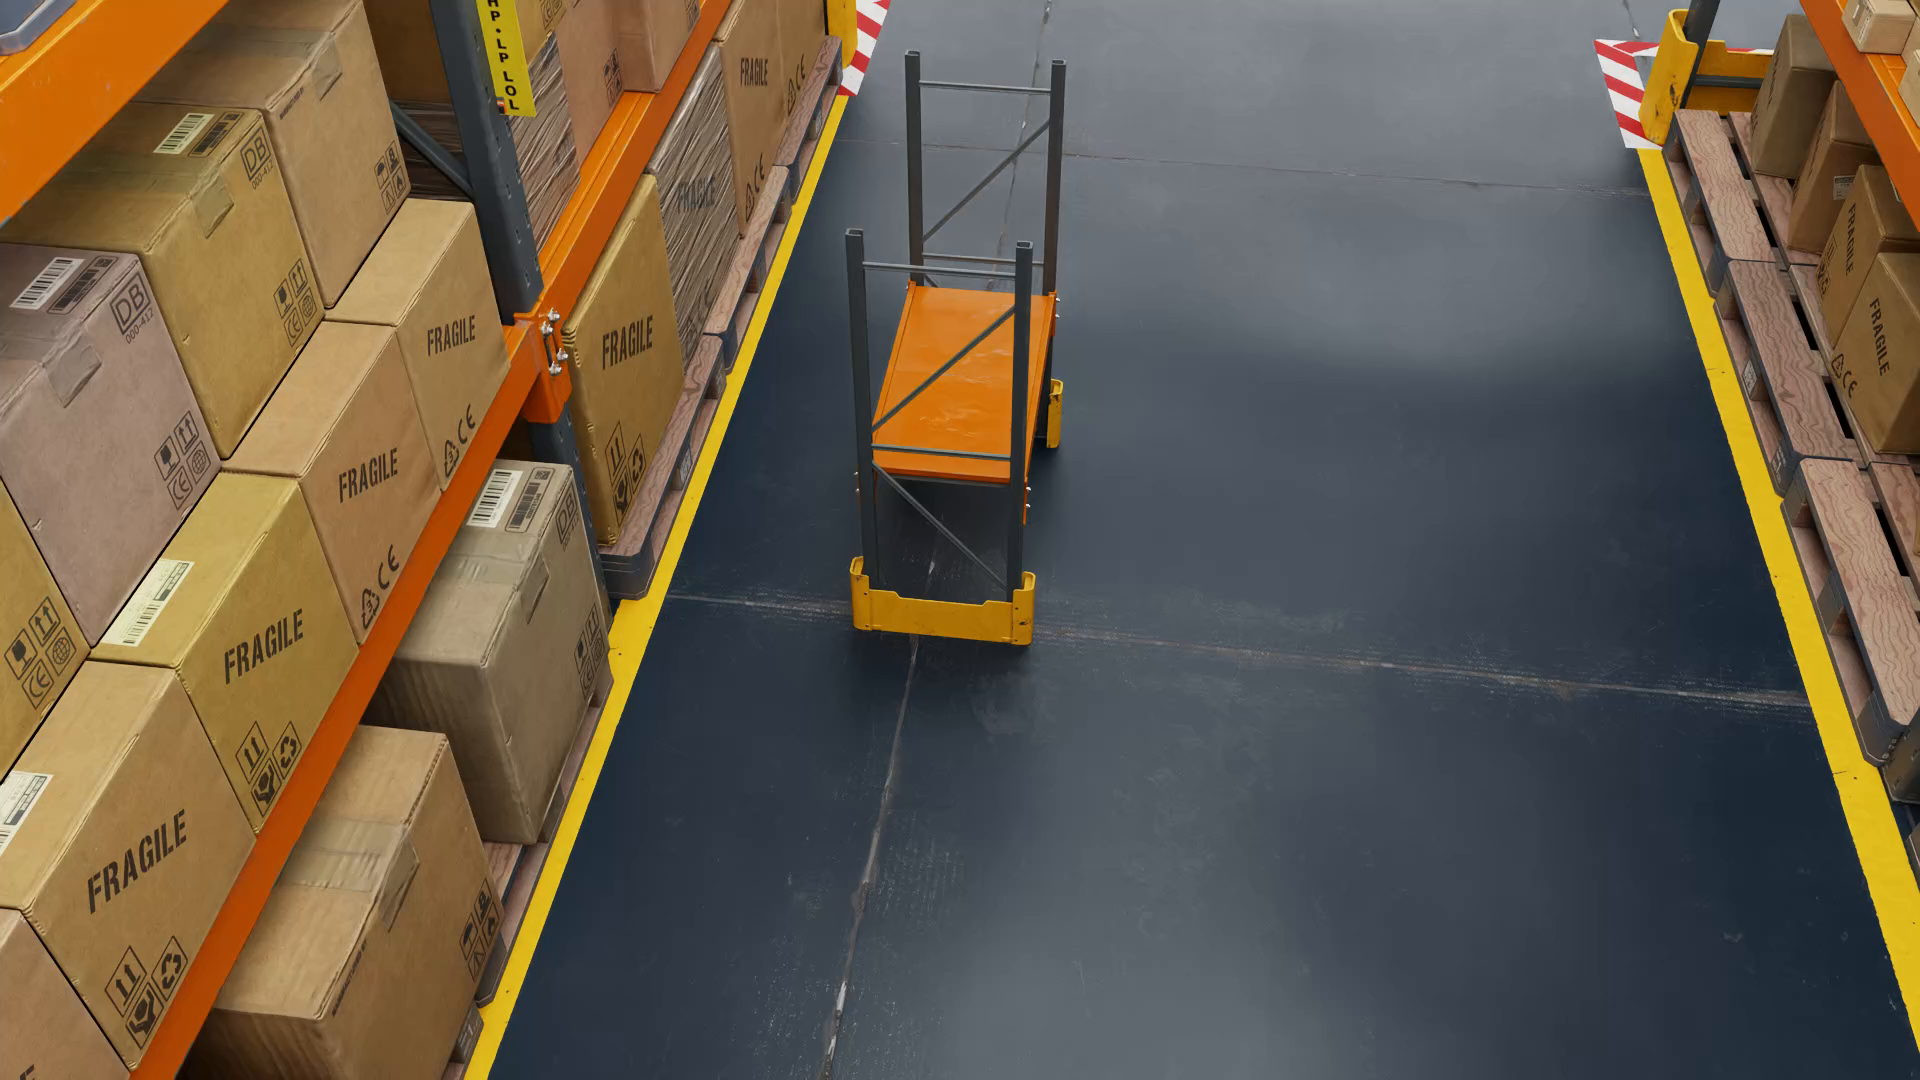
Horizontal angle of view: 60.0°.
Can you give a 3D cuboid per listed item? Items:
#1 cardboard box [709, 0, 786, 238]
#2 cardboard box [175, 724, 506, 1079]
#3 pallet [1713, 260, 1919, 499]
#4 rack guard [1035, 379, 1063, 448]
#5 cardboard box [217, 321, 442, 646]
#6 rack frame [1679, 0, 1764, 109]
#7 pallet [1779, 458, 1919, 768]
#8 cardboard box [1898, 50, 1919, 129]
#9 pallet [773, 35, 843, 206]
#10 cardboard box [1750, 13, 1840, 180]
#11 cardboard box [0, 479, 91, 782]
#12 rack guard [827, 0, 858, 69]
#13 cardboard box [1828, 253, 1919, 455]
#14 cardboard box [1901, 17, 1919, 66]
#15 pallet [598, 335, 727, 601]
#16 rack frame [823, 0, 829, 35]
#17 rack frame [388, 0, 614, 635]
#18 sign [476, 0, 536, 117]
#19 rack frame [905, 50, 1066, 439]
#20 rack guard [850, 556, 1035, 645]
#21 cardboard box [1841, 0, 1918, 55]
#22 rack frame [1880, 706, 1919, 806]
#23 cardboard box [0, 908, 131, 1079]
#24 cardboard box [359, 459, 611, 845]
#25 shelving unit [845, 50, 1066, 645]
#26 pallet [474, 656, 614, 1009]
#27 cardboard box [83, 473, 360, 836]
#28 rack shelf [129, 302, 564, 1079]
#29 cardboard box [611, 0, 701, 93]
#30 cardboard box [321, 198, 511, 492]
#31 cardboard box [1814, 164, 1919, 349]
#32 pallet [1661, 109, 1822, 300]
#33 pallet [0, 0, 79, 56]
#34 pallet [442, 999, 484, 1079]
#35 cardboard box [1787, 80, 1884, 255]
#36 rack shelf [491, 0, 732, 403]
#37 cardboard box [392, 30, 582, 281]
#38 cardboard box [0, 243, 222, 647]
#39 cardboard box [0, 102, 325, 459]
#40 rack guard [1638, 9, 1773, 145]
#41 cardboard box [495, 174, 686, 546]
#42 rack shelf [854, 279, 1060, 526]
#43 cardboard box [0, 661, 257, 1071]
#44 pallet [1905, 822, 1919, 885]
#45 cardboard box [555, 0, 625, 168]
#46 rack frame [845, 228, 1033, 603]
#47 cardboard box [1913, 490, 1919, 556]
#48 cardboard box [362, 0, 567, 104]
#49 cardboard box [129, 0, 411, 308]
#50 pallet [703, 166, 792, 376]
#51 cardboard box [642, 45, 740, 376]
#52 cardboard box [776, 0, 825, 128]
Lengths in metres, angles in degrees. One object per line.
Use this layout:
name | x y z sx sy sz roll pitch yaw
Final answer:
cardboard box | -1.251 -1.865 6.778 0.875 0.875 0.875 5 44 5
cardboard box | -1.766 0.926 3.921 1.050 0.750 0.750 5 44 6
pallet | 3.474 -0.589 6.218 1.003 0.211 1.213 5 44 6
rack guard | 0.076 -0.482 6.077 0.587 0.250 0.087 5 44 6
cardboard box | -1.513 -0.138 3.642 0.500 0.500 0.500 5 44 5
rack frame | 3.790 -3.033 6.771 1.000 3.000 0.127 5 44 6
pallet | 3.315 0.245 5.338 1.003 0.211 1.213 5 44 6
cardboard box | 3.211 -1.410 5.240 0.380 0.149 0.250 5 44 6
pallet | -1.141 -1.988 7.696 1.003 0.211 1.213 5 44 6
cardboard box | 3.691 -1.853 7.038 0.500 0.500 0.500 13 45 13
cardboard box | -1.903 0.152 2.608 0.700 0.500 0.500 5 44 5
rack guard | -1.110 -2.661 8.197 1.175 0.500 0.348 5 44 6
cardboard box | 3.426 -0.642 5.759 0.500 0.500 0.500 2 43 2
cardboard box | 3.320 -1.573 5.412 0.380 0.149 0.250 5 44 6
pallet | -1.464 -0.325 5.940 1.003 0.211 1.213 5 44 6
rack frame | -1.113 -3.552 7.320 1.000 3.000 0.127 5 44 6
rack frame | -1.642 -0.826 4.441 1.000 3.000 0.127 5 44 6
sign | -1.103 -1.175 4.025 0.100 0.325 0.005 5 44 6
rack frame | 0.078 -0.949 5.662 0.500 1.500 0.032 5 44 6
rack guard | -0.056 0.197 5.360 0.587 0.250 0.087 5 44 6
cardboard box | 3.222 -1.755 5.605 0.380 0.149 0.250 5 44 6
rack frame | 3.261 -0.307 3.892 1.000 3.000 0.127 5 44 6
cardboard box | -1.712 0.892 2.554 0.500 0.500 0.500 5 44 5
cardboard box | -1.635 0.269 4.615 1.050 0.750 0.750 5 44 5
shelving unit | 0.010 -0.597 5.289 0.587 1.500 1.083 5 44 6
pallet | -1.669 0.719 4.837 1.003 0.211 1.213 5 44 6
cardboard box | -1.579 0.206 3.278 0.500 0.500 0.500 6 44 6
rack shelf | -1.906 0.798 3.249 1.077 0.370 4.000 5 44 6
cardboard box | -1.366 -1.868 5.432 0.875 0.550 0.550 5 44 6
cardboard box | -1.446 -0.483 4.005 0.500 0.500 0.500 5 44 5
cardboard box | 3.544 -1.018 6.156 0.500 0.500 0.500 9 44 9
pallet | 3.638 -1.418 7.094 1.003 0.211 1.213 5 44 6
pallet | -1.714 -1.217 2.811 0.805 0.209 1.217 4 44 4
pallet | -1.828 1.553 3.957 1.003 0.211 1.213 5 44 6
cardboard box | 3.646 -1.443 6.605 0.500 0.500 0.500 16 46 16
rack shelf | -1.377 -1.928 6.128 1.077 0.370 4.000 5 44 6
cardboard box | -1.605 -1.133 4.656 0.875 0.550 0.550 5 44 6
cardboard box | -1.835 -0.192 2.971 0.700 0.500 0.500 6 44 6
cardboard box | -1.768 -0.536 3.335 0.700 0.500 0.500 5 44 5
rack guard | 3.780 -2.073 7.576 1.175 0.500 0.348 5 44 6
cardboard box | -1.489 -0.630 5.473 0.875 0.875 0.875 6 44 6
rack shelf | 0.011 -0.472 5.419 0.538 0.185 1.000 5 44 6
cardboard box | -1.644 0.552 2.912 0.500 0.500 0.500 5 44 5
pallet | 3.160 1.237 4.290 1.003 0.211 1.213 5 44 6
cardboard box | -1.555 -1.510 5.054 0.875 0.550 0.550 5 44 6
rack frame | -0.056 -0.256 4.930 0.500 1.500 0.032 5 44 6
cardboard box | 3.422 -0.211 5.304 0.500 0.500 0.500 19 46 19
cardboard box | -1.559 -1.521 4.280 0.875 0.550 0.550 5 44 6
cardboard box | -1.702 -0.887 3.705 0.700 0.500 0.500 5 44 5
pallet | -1.305 -1.159 6.820 1.003 0.211 1.213 5 44 6
cardboard box | -1.374 -1.244 6.122 0.875 0.875 0.875 6 44 6
cardboard box | -1.137 -2.465 7.412 0.875 0.875 0.875 5 44 6
